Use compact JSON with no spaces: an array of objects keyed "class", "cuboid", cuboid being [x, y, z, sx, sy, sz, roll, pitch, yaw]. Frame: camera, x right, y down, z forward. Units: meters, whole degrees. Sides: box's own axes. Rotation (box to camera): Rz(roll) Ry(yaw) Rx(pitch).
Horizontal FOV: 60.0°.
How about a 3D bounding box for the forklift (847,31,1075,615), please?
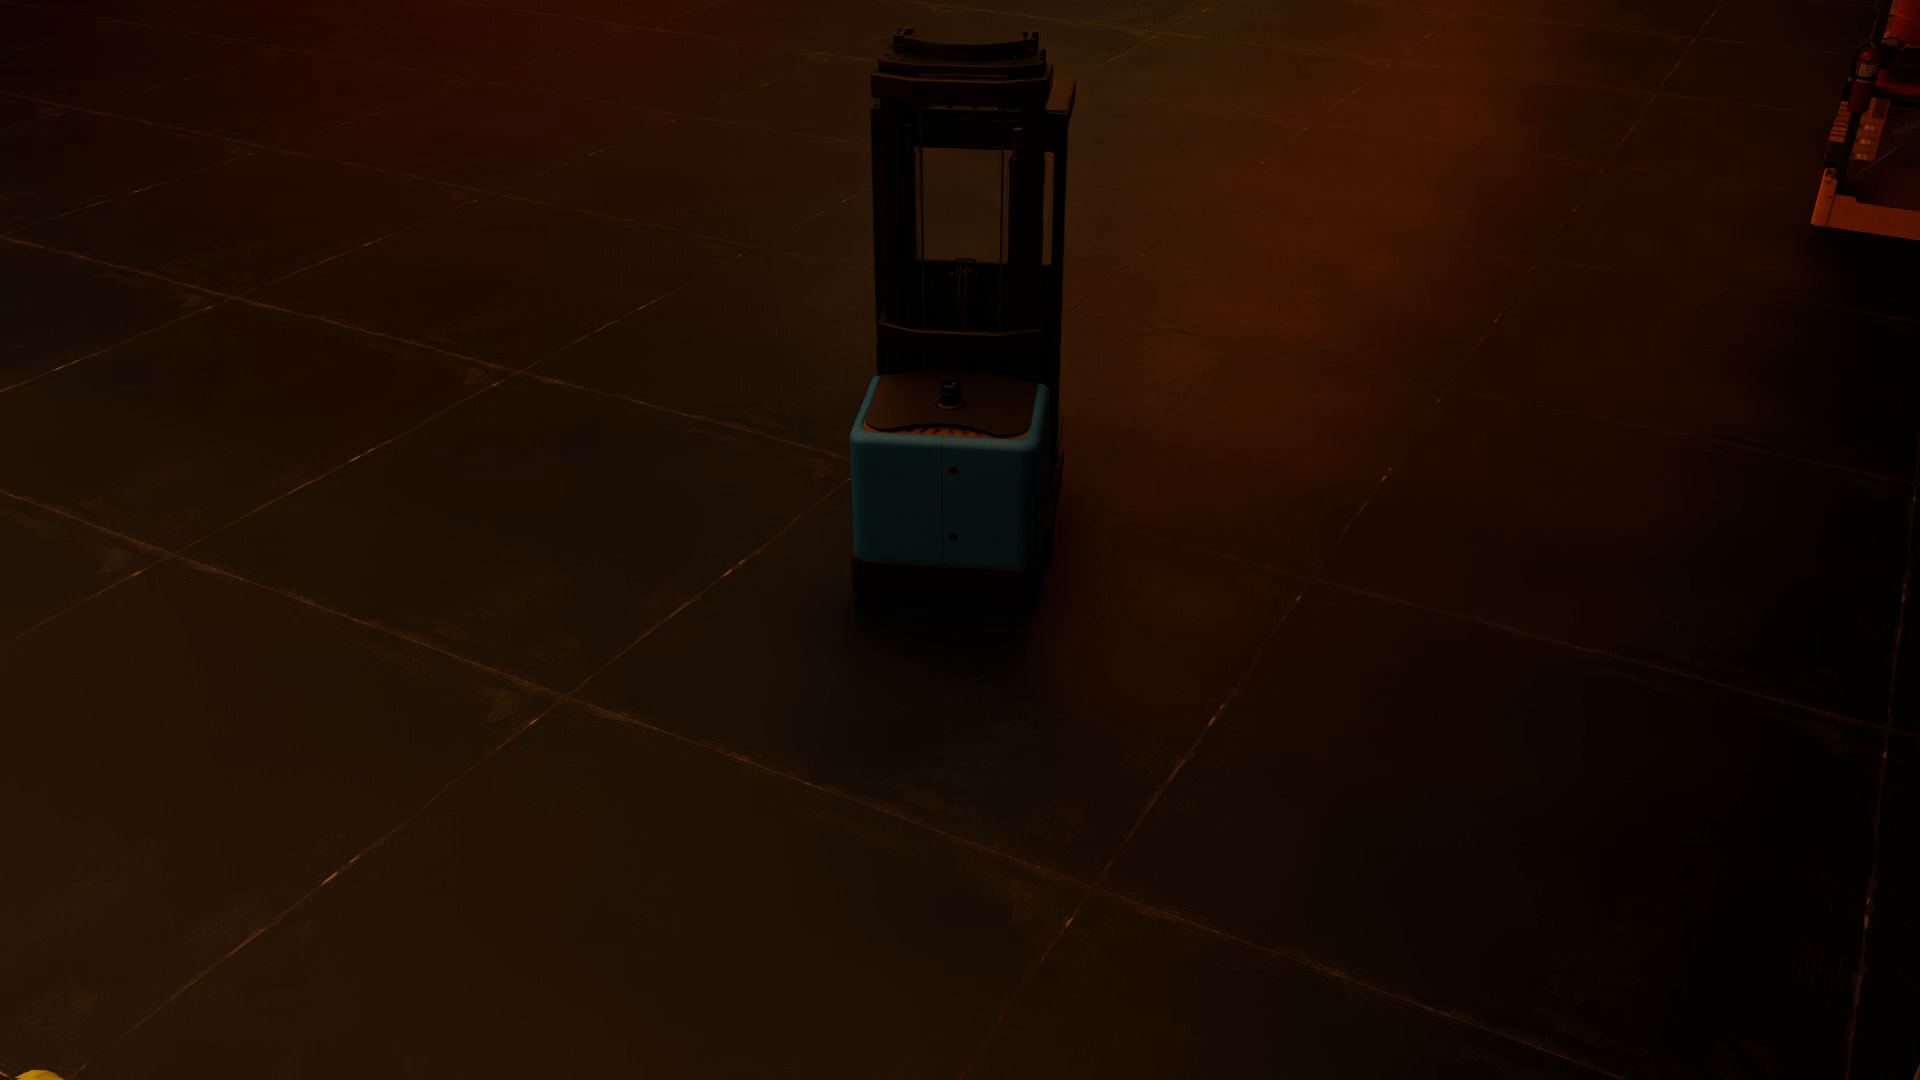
[{"class":"forklift","cuboid":[0.072,-1.572,9.794,1.130,2.935,3.031,3,30,6]}]
